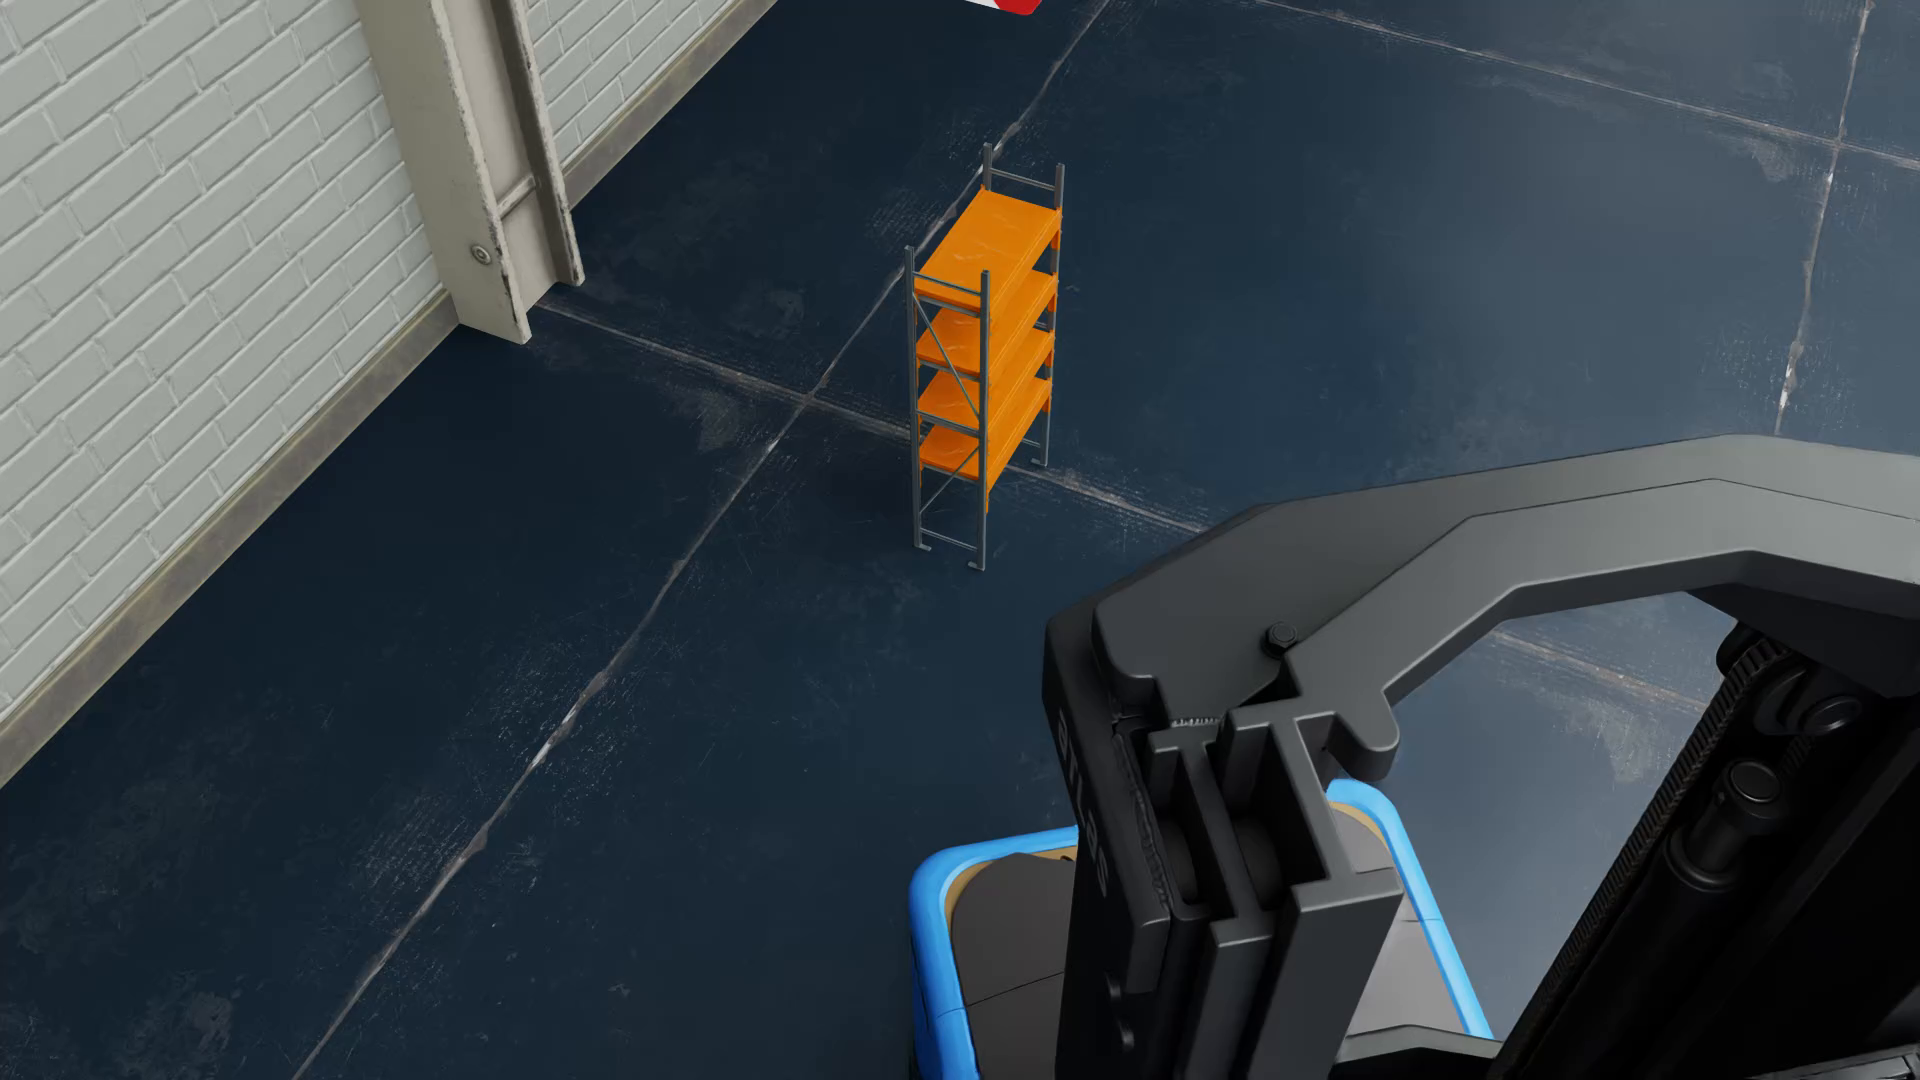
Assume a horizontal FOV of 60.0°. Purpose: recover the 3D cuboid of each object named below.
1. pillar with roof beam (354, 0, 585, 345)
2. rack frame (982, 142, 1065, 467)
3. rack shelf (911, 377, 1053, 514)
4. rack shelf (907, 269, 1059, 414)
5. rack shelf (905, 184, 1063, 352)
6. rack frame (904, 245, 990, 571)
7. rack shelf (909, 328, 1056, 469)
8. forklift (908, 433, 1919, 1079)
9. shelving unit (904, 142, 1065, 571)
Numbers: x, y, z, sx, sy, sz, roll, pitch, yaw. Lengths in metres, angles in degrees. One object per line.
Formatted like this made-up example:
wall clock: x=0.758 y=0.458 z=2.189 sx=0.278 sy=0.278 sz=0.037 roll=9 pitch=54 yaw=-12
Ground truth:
pillar with roof beam: x=2.307 y=-2.386 z=1.371 sx=9.100 sy=9.000 sz=0.400 roll=20 pitch=52 yaw=16
rack frame: x=0.175 y=-0.671 z=5.033 sx=0.240 sy=1.200 sz=0.015 roll=20 pitch=52 yaw=16
rack shelf: x=0.071 y=-0.331 z=5.092 sx=0.258 sy=0.148 sz=0.480 roll=20 pitch=52 yaw=16
rack shelf: x=0.071 y=-0.604 z=4.771 sx=0.258 sy=0.148 sz=0.480 roll=20 pitch=52 yaw=16
rack shelf: x=0.071 y=-0.757 z=4.591 sx=0.258 sy=0.148 sz=0.480 roll=20 pitch=52 yaw=16
rack frame: x=-0.034 y=-0.335 z=4.747 sx=0.240 sy=1.200 sz=0.015 roll=20 pitch=52 yaw=16
rack shelf: x=0.071 y=-0.459 z=4.941 sx=0.258 sy=0.148 sz=0.480 roll=20 pitch=52 yaw=16
forklift: x=0.674 y=1.404 z=2.130 sx=1.130 sy=2.935 sz=3.031 roll=-9 pitch=50 yaw=-7
shelving unit: x=0.071 y=-0.503 z=4.890 sx=0.258 sy=1.200 sz=0.503 roll=20 pitch=52 yaw=16
